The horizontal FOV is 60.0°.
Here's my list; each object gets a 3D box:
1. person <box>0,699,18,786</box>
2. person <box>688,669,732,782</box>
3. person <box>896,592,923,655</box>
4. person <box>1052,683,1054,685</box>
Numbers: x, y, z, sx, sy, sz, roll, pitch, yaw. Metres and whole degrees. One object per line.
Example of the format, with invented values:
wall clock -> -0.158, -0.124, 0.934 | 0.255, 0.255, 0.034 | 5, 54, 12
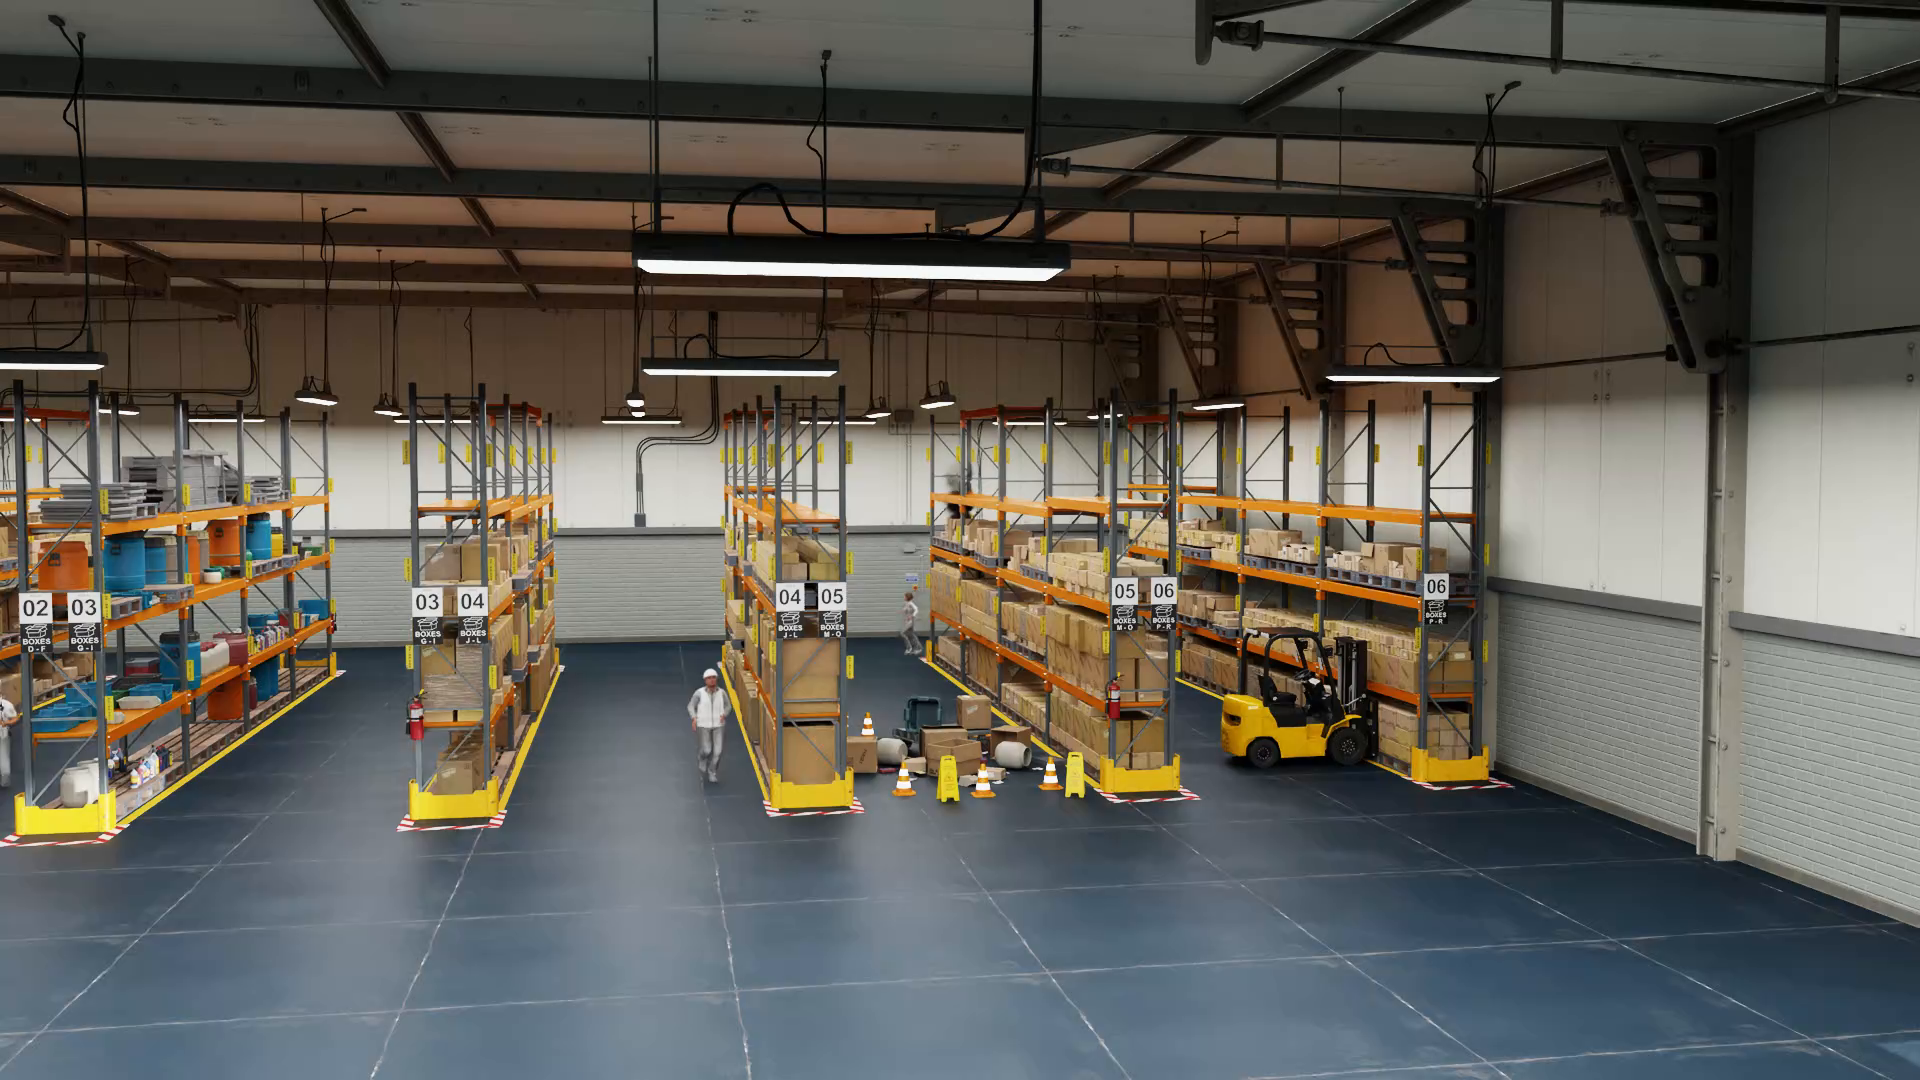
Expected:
person -> -14.208, 2.925, 24.488 | 0.610, 1.644, 0.855 | -1, 3, -25
person -> -3.853, 2.844, 25.547 | 0.609, 1.721, 0.578 | -1, 3, -18
person -> -1.262, 2.108, 41.649 | 0.671, 1.618, 0.537 | 0, 3, -2
person -> 2.079, 2.301, 36.129 | 0.659, 1.732, 0.622 | -1, 3, -15
